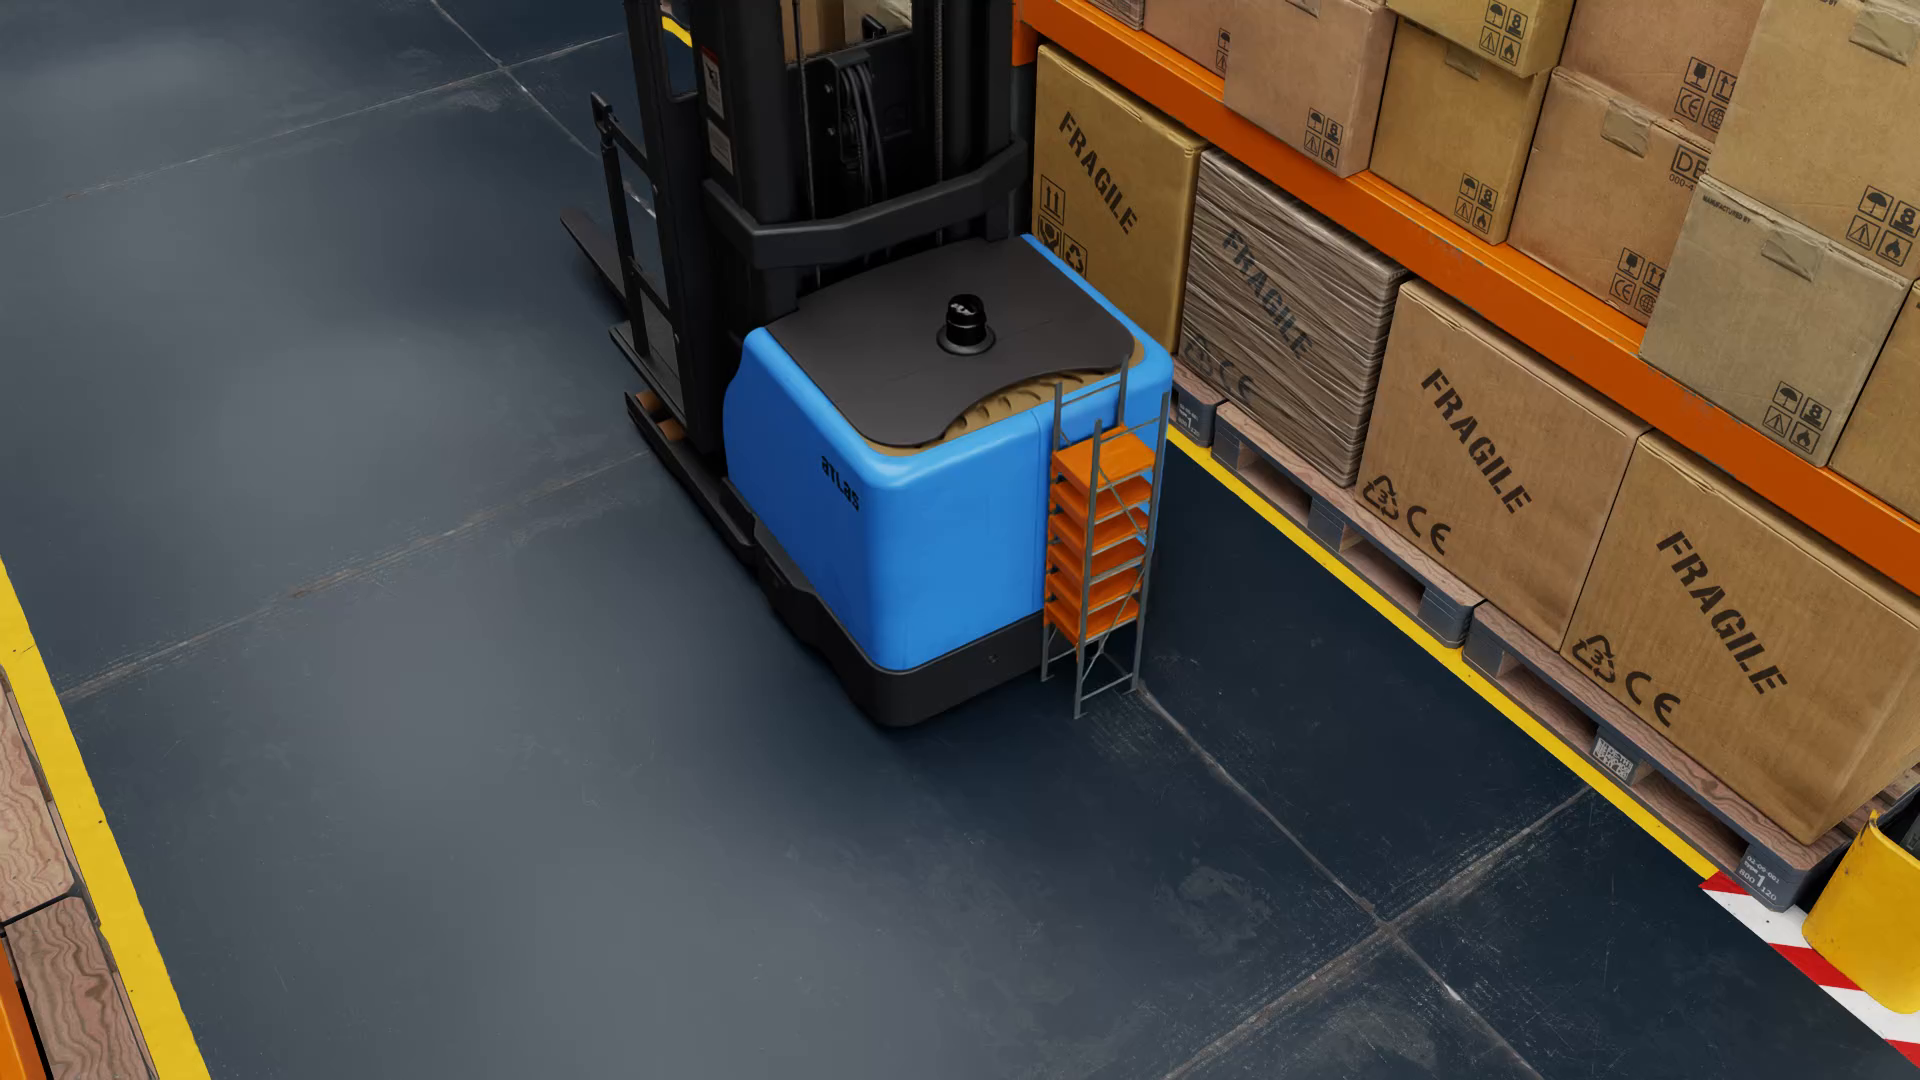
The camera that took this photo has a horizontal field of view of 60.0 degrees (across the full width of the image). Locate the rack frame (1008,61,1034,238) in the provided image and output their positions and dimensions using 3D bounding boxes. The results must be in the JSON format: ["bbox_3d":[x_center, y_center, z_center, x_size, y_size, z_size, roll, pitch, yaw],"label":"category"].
[{"bbox_3d":[0.582,-2.412,6.104,1.000,3.000,0.127,-26,49,-24],"label":"rack frame"}]

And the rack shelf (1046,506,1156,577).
[{"bbox_3d":[0.407,-0.027,4.800,0.258,0.103,0.180,-23,48,-22],"label":"rack shelf"}]

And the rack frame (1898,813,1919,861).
[{"bbox_3d":[2.871,-0.146,3.731,1.000,3.000,0.127,-26,49,-24],"label":"rack frame"}]

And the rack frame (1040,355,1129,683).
[{"bbox_3d":[0.358,-0.026,4.909,0.240,1.200,0.006,-23,48,-22],"label":"rack frame"}]

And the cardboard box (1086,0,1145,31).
[{"bbox_3d":[0.803,-2.262,5.838,0.875,0.550,0.550,-26,49,-24],"label":"cardboard box"}]

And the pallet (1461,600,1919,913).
[{"bbox_3d":[2.349,0.440,5.136,1.003,0.211,1.213,-26,49,-24],"label":"pallet"}]

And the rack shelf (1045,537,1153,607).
[{"bbox_3d":[0.407,0.059,4.883,0.258,0.103,0.180,-23,48,-22],"label":"rack shelf"}]

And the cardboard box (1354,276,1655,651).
[{"bbox_3d":[1.923,-0.385,5.216,0.875,0.875,0.875,-26,50,-25],"label":"cardboard box"}]

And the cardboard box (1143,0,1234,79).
[{"bbox_3d":[1.136,-1.959,5.521,0.875,0.550,0.550,-26,49,-24],"label":"cardboard box"}]

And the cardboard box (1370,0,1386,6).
[{"bbox_3d":[1.371,-2.008,4.791,0.875,0.550,0.550,-26,49,-24],"label":"cardboard box"}]

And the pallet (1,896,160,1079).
[{"bbox_3d":[-2.428,1.557,3.966,1.003,0.211,1.213,-26,49,-24],"label":"pallet"}]

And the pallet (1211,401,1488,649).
[{"bbox_3d":[1.655,-0.250,5.859,1.003,0.211,1.213,-26,49,-24],"label":"pallet"}]

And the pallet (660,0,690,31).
[{"bbox_3d":[-1.317,-3.192,8.941,1.003,0.211,1.213,-26,49,-24],"label":"pallet"}]

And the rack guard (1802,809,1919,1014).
[{"bbox_3d":[2.884,0.771,4.580,1.175,0.500,0.348,-26,49,-24],"label":"rack guard"}]

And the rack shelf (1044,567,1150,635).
[{"bbox_3d":[0.407,0.146,4.966,0.258,0.103,0.180,-23,48,-22],"label":"rack shelf"}]

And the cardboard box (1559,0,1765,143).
[{"bbox_3d":[2.091,-1.462,4.219,0.875,0.550,0.550,-26,49,-24],"label":"cardboard box"}]

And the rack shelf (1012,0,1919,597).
[{"bbox_3d":[1.726,-1.019,5.166,1.077,0.370,4.000,-26,49,-24],"label":"rack shelf"}]

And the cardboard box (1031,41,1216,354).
[{"bbox_3d":[0.885,-1.411,6.291,0.875,0.875,0.875,-25,49,-24],"label":"cardboard box"}]

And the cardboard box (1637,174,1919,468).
[{"bbox_3d":[2.289,-0.696,4.198,0.875,0.550,0.550,-26,49,-24],"label":"cardboard box"}]

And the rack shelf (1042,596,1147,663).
[{"bbox_3d":[0.407,0.233,5.049,0.258,0.103,0.180,-23,48,-22],"label":"rack shelf"}]

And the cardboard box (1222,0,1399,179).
[{"bbox_3d":[1.349,-1.607,5.152,0.875,0.550,0.550,-26,49,-24],"label":"cardboard box"}]

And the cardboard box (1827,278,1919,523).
[{"bbox_3d":[2.621,-0.393,3.881,0.875,0.550,0.550,-26,49,-24],"label":"cardboard box"}]

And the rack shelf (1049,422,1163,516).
[{"bbox_3d":[0.407,-0.201,4.635,0.258,0.103,0.180,-23,48,-22],"label":"rack shelf"}]

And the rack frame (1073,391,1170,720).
[{"bbox_3d":[0.455,0.081,4.796,0.240,1.200,0.006,-23,48,-22],"label":"rack frame"}]

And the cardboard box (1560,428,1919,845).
[{"bbox_3d":[2.428,0.112,4.695,0.875,0.875,0.875,-25,49,-24],"label":"cardboard box"}]

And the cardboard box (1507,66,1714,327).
[{"bbox_3d":[2.071,-1.062,4.582,0.875,0.550,0.550,-26,49,-24],"label":"cardboard box"}]

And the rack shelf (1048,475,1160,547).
[{"bbox_3d":[0.407,-0.114,4.717,0.258,0.103,0.180,-23,48,-22],"label":"rack shelf"}]

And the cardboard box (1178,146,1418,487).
[{"bbox_3d":[1.404,-0.902,5.757,0.875,0.875,0.875,-25,49,-24],"label":"cardboard box"}]

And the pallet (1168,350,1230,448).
[{"bbox_3d":[0.953,-0.942,6.583,1.003,0.211,1.213,-26,49,-24],"label":"pallet"}]

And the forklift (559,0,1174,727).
[{"bbox_3d":[-0.571,-1.492,5.190,1.130,2.935,3.031,-23,48,-22],"label":"forklift"}]

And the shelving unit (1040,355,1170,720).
[{"bbox_3d":[0.407,0.027,4.853,0.258,1.200,0.189,-23,48,-22],"label":"shelving unit"}]

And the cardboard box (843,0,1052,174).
[{"bbox_3d":[0.153,-2.066,7.067,1.050,0.750,0.750,-26,49,-25],"label":"cardboard box"}]

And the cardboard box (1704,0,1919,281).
[{"bbox_3d":[2.300,-1.092,3.831,0.875,0.550,0.550,-26,49,-24],"label":"cardboard box"}]

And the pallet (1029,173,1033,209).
[{"bbox_3d":[0.079,-1.810,7.493,1.003,0.211,1.213,-26,49,-24],"label":"pallet"}]

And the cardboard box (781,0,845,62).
[{"bbox_3d":[-0.395,-2.614,7.641,1.050,0.750,0.750,-26,49,-24],"label":"cardboard box"}]

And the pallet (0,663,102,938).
[{"bbox_3d":[-3.130,0.865,4.691,1.003,0.211,1.213,-26,49,-24],"label":"pallet"}]

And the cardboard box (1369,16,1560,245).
[{"bbox_3d":[1.734,-1.346,4.879,0.875,0.550,0.500,-26,49,-24],"label":"cardboard box"}]

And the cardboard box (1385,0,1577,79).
[{"bbox_3d":[1.681,-1.711,4.480,0.875,0.550,0.500,-26,49,-24],"label":"cardboard box"}]
